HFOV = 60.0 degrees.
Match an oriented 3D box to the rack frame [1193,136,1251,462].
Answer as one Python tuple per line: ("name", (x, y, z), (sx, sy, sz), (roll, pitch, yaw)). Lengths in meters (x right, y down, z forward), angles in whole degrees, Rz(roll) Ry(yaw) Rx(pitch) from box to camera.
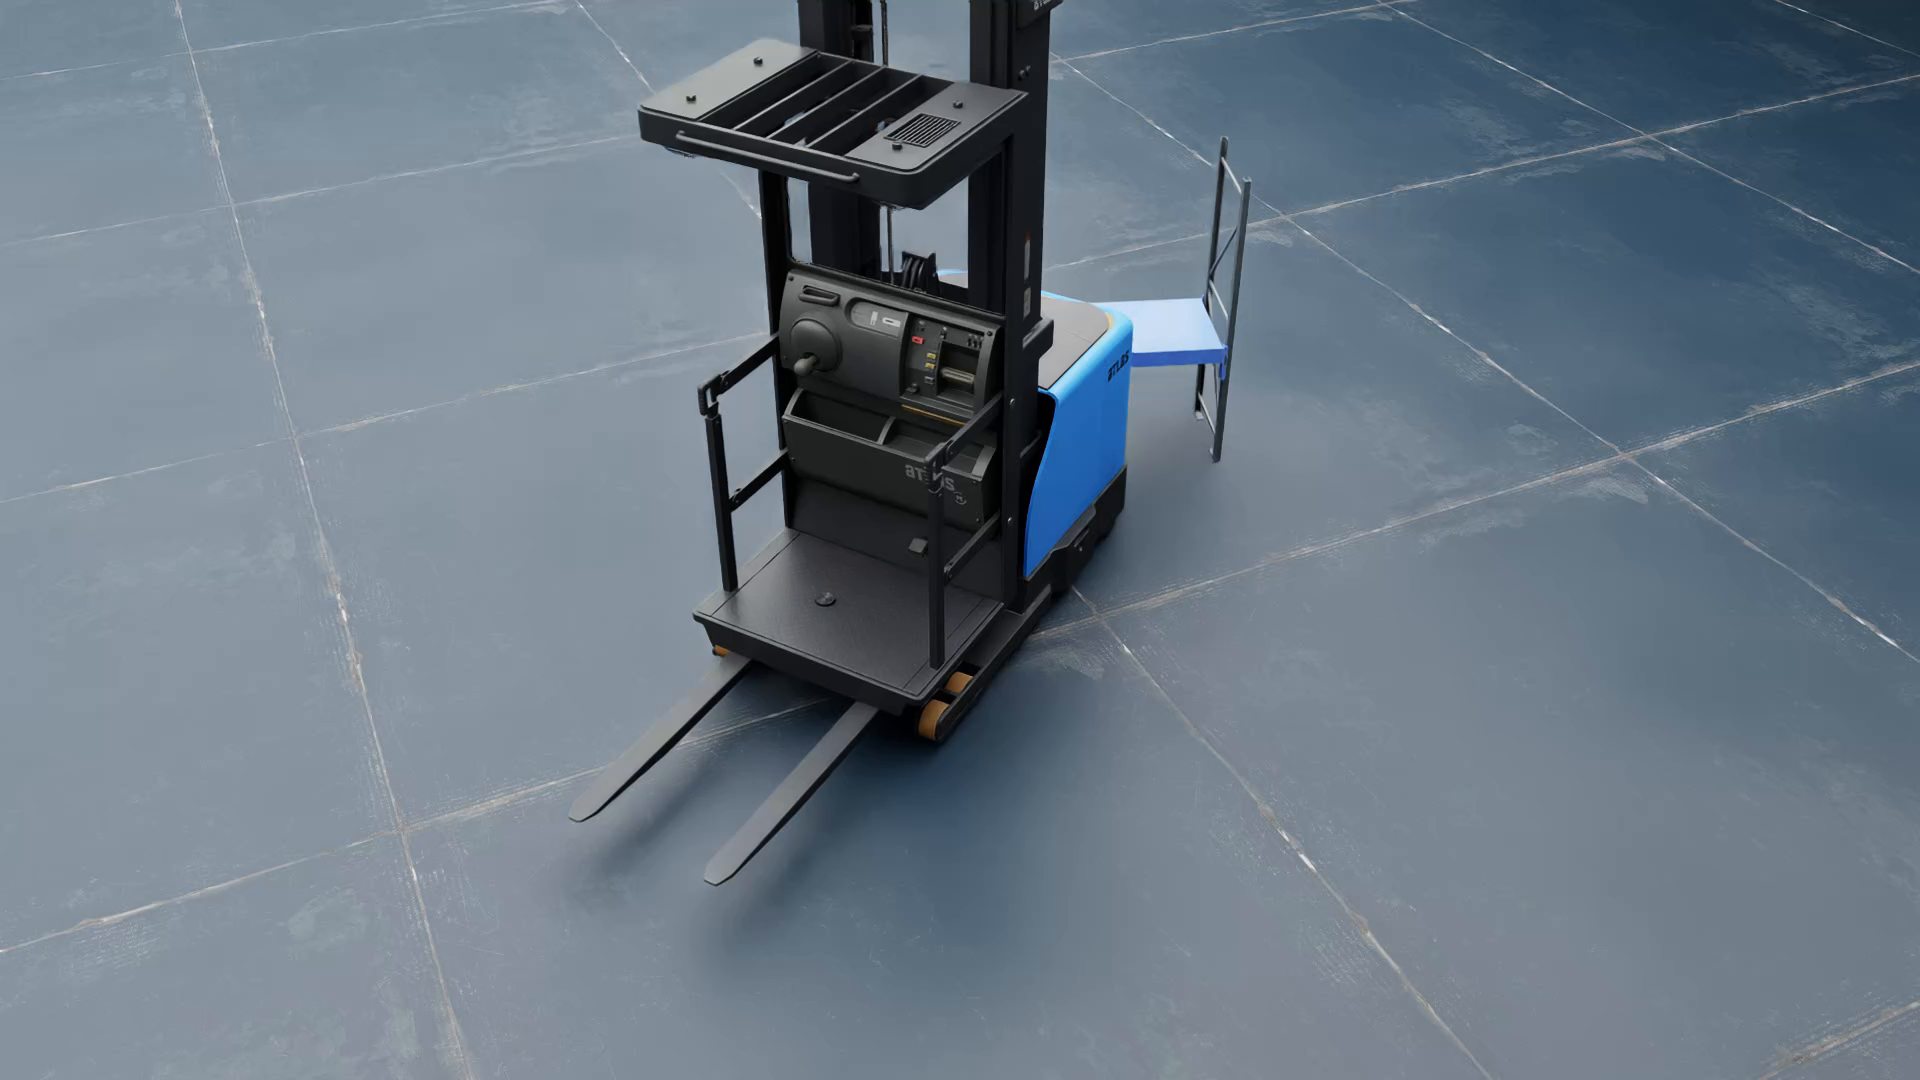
("rack frame", (1.255, -1.139, 8.027), (0.032, 1.500, 0.500), (-3, 37, -4))

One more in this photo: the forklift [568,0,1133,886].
("forklift", (-0.389, -0.683, 6.211), (1.130, 2.935, 3.031), (19, 40, 23))

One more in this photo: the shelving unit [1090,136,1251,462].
("shelving unit", (0.749, -1.110, 7.987), (1.048, 1.500, 0.538), (-3, 37, -4))

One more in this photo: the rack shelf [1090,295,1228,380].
("rack shelf", (0.749, -0.965, 8.094), (1.000, 0.185, 0.538), (-3, 37, -4))
